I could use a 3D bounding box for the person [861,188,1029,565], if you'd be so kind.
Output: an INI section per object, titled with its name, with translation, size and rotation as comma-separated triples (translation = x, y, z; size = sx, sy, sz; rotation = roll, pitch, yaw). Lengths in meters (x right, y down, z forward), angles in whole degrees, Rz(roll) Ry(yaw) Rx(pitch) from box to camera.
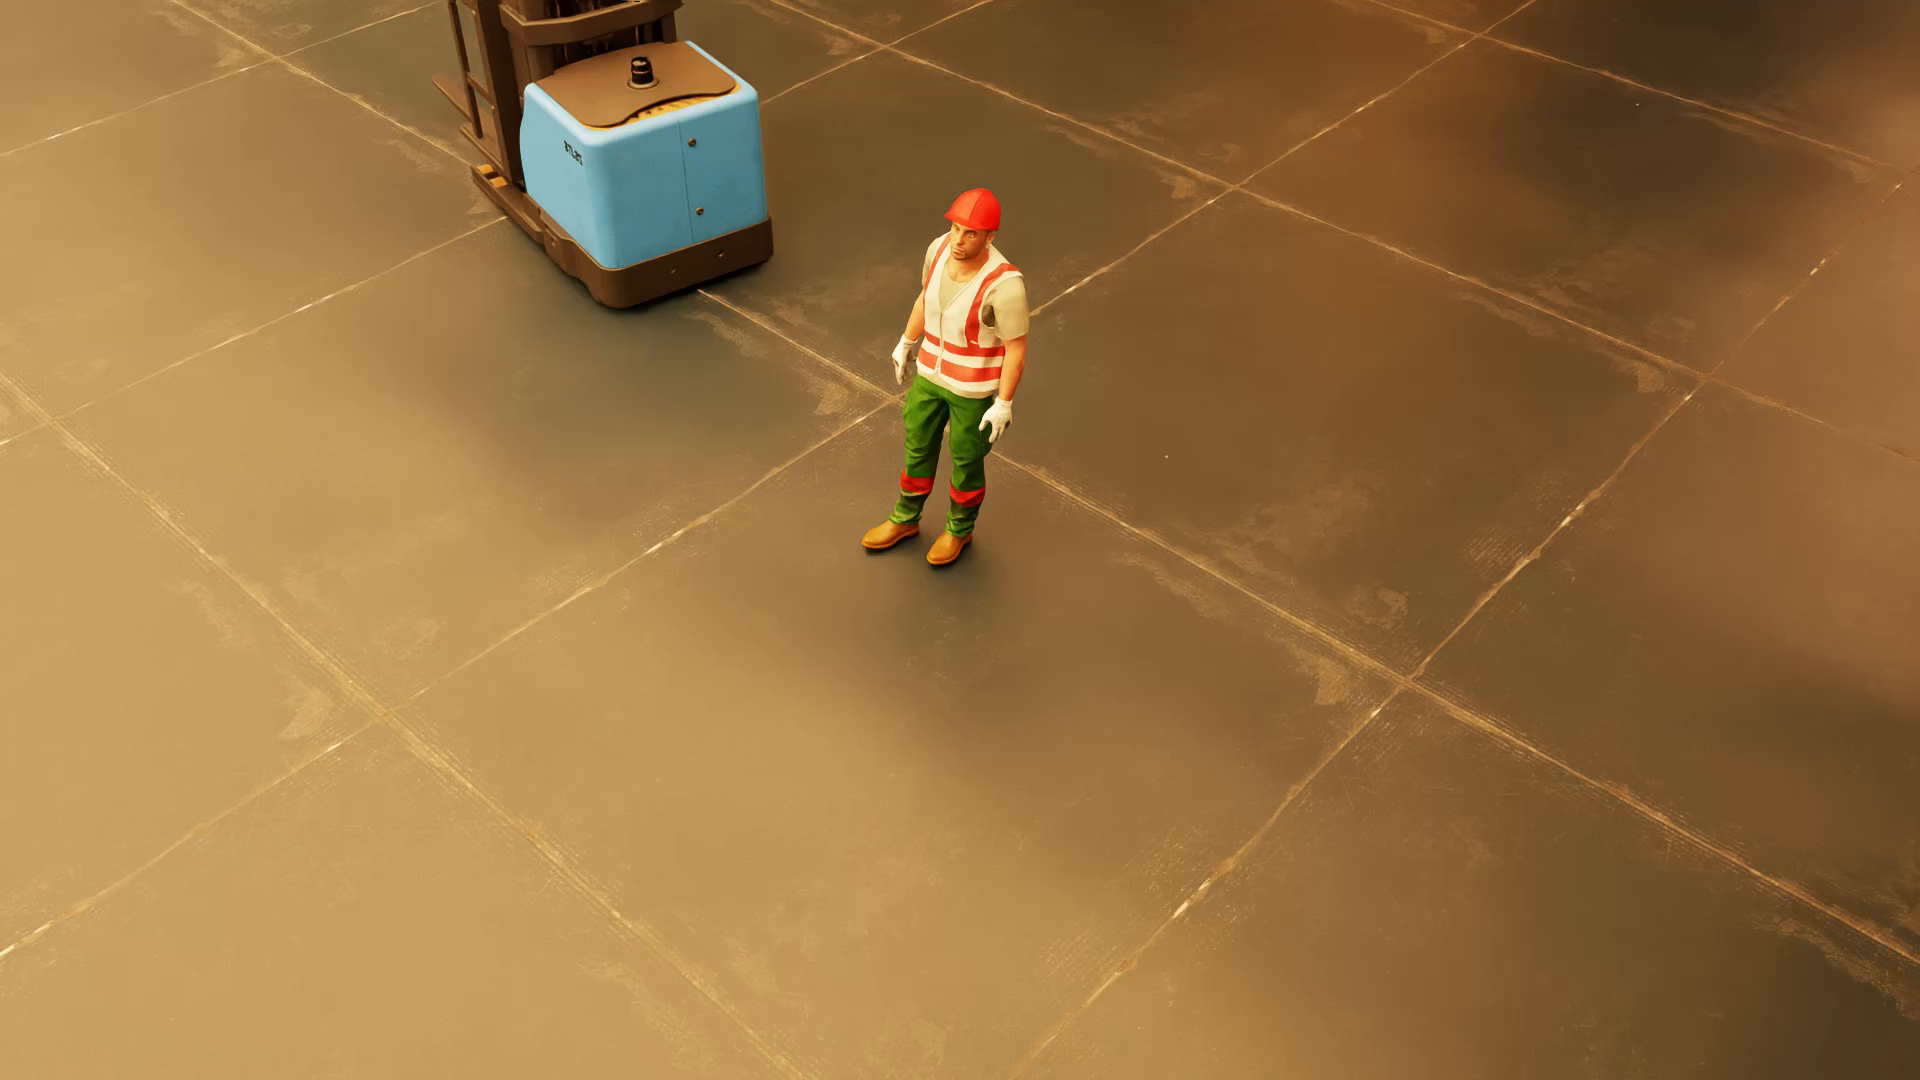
[person]
translation = -0.063, -0.650, 7.055
size = 0.637, 1.782, 0.564
rotation = 31, 49, 31

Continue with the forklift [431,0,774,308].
[forklift]
translation = -2.317, -3.293, 9.267
size = 1.130, 2.935, 3.031
rotation = -24, 46, -26
